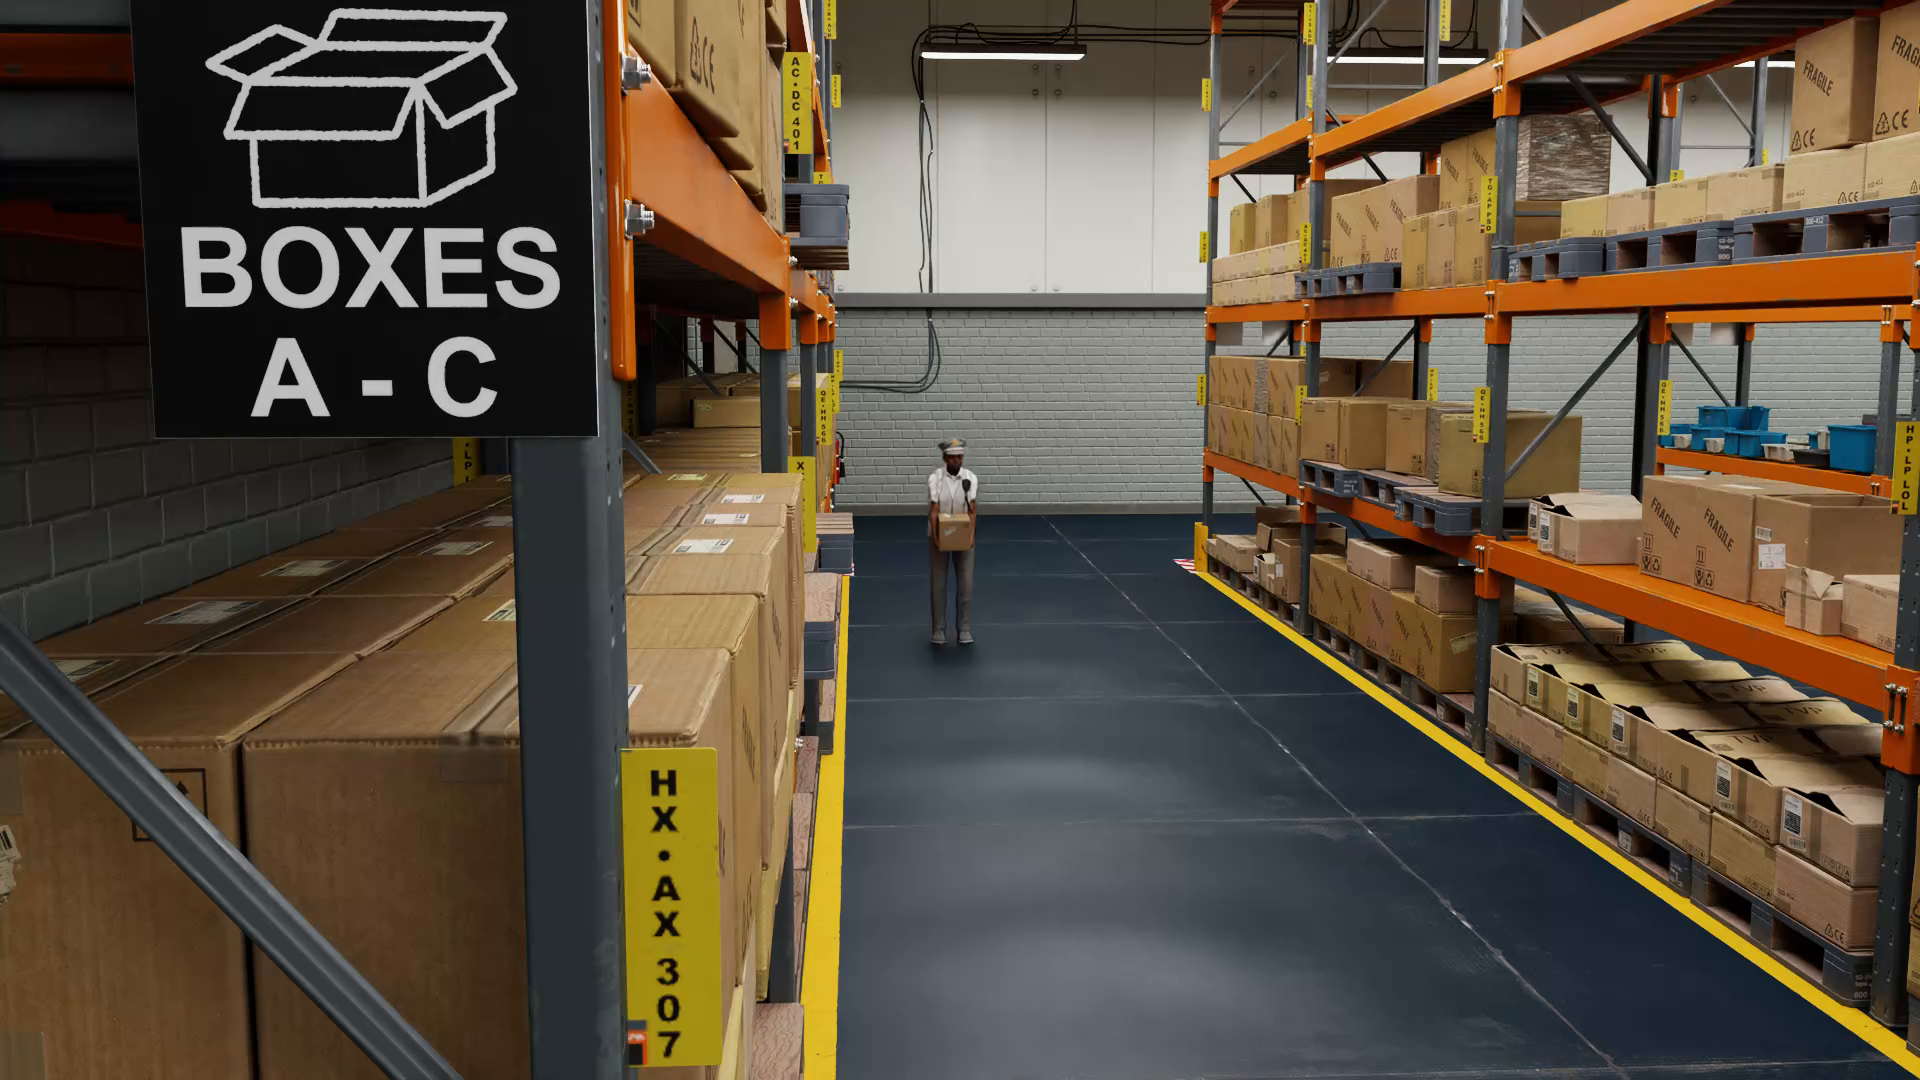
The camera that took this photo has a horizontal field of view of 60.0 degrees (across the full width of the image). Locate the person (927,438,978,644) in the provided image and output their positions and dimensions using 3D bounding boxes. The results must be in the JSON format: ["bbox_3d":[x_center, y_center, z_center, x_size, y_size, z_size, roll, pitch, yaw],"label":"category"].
[{"bbox_3d":[-0.055,0.009,13.629,0.416,1.685,0.513,-1,7,-5],"label":"person"}]
